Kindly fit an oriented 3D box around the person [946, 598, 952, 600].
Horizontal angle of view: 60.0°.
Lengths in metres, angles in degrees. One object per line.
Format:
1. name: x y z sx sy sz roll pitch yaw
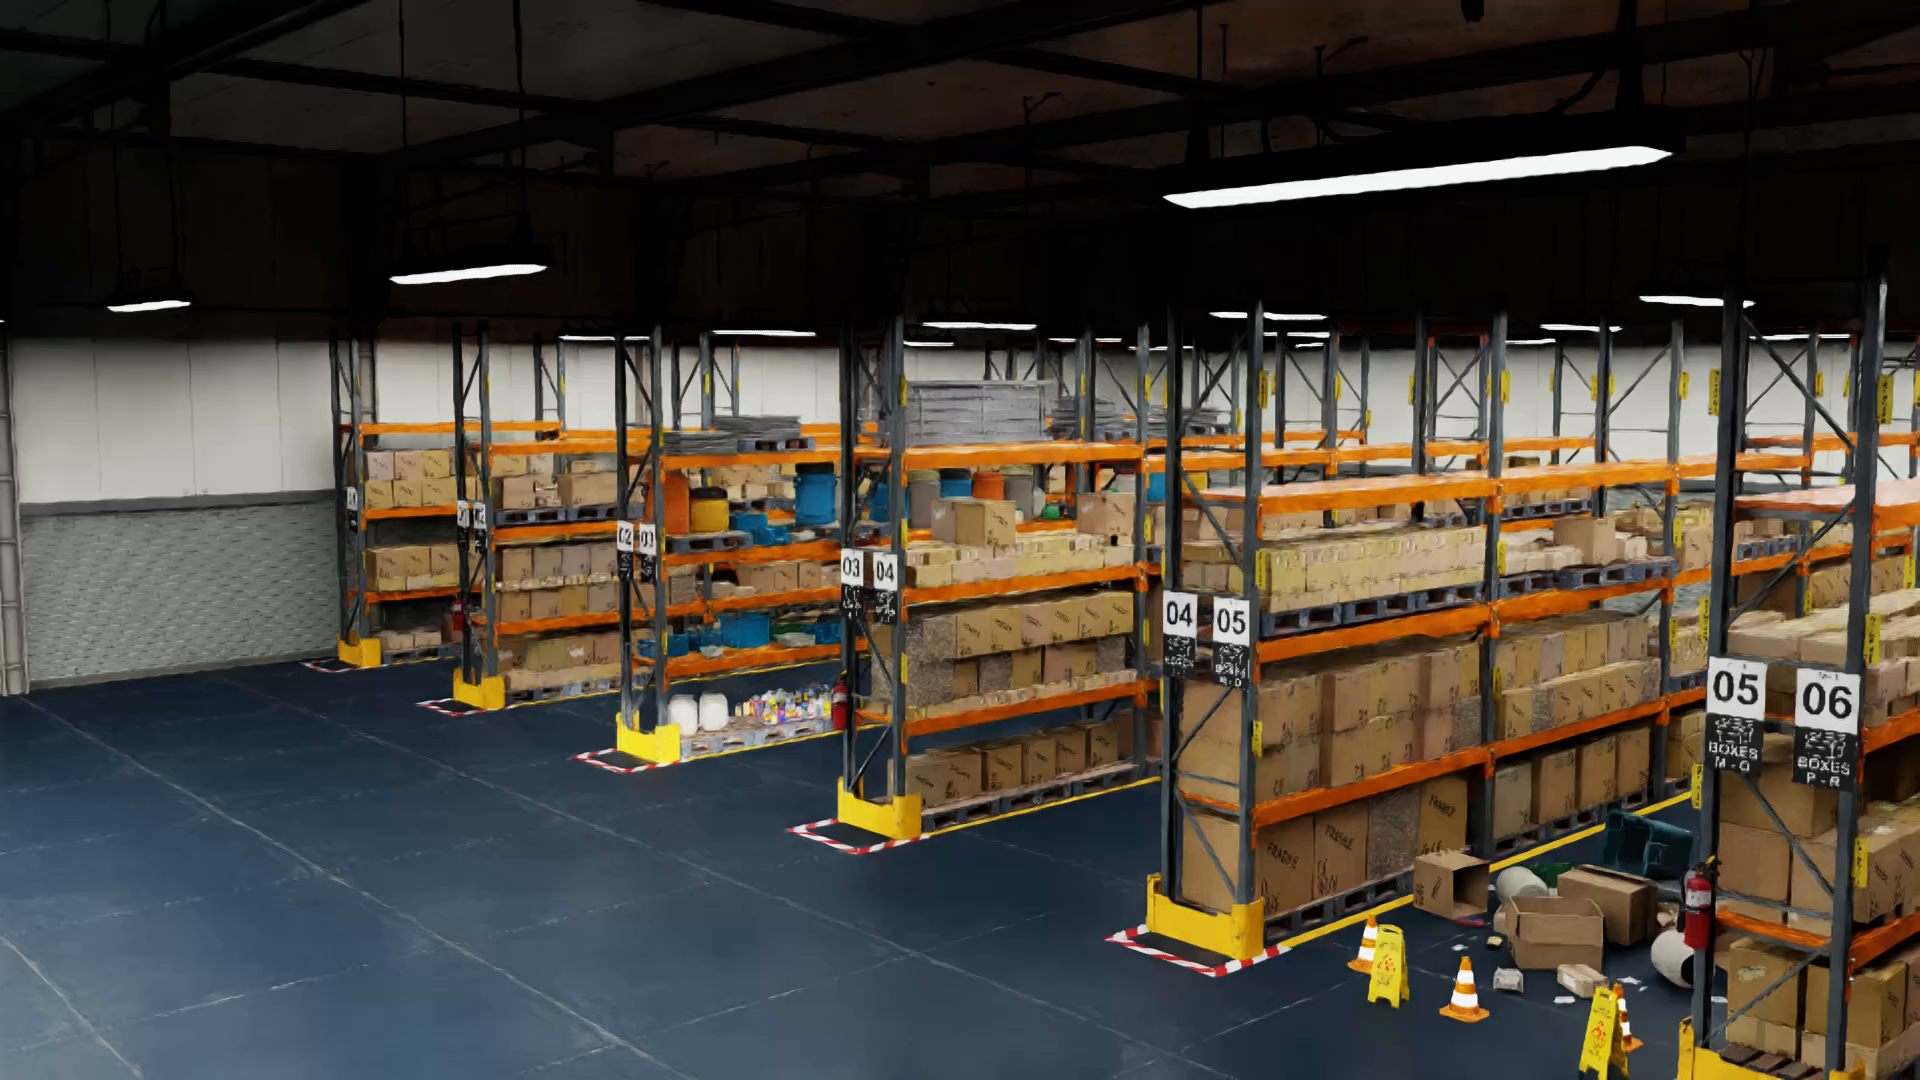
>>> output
1. person: -0.058 1.602 27.753 0.884 1.637 0.503 -3 6 -26
